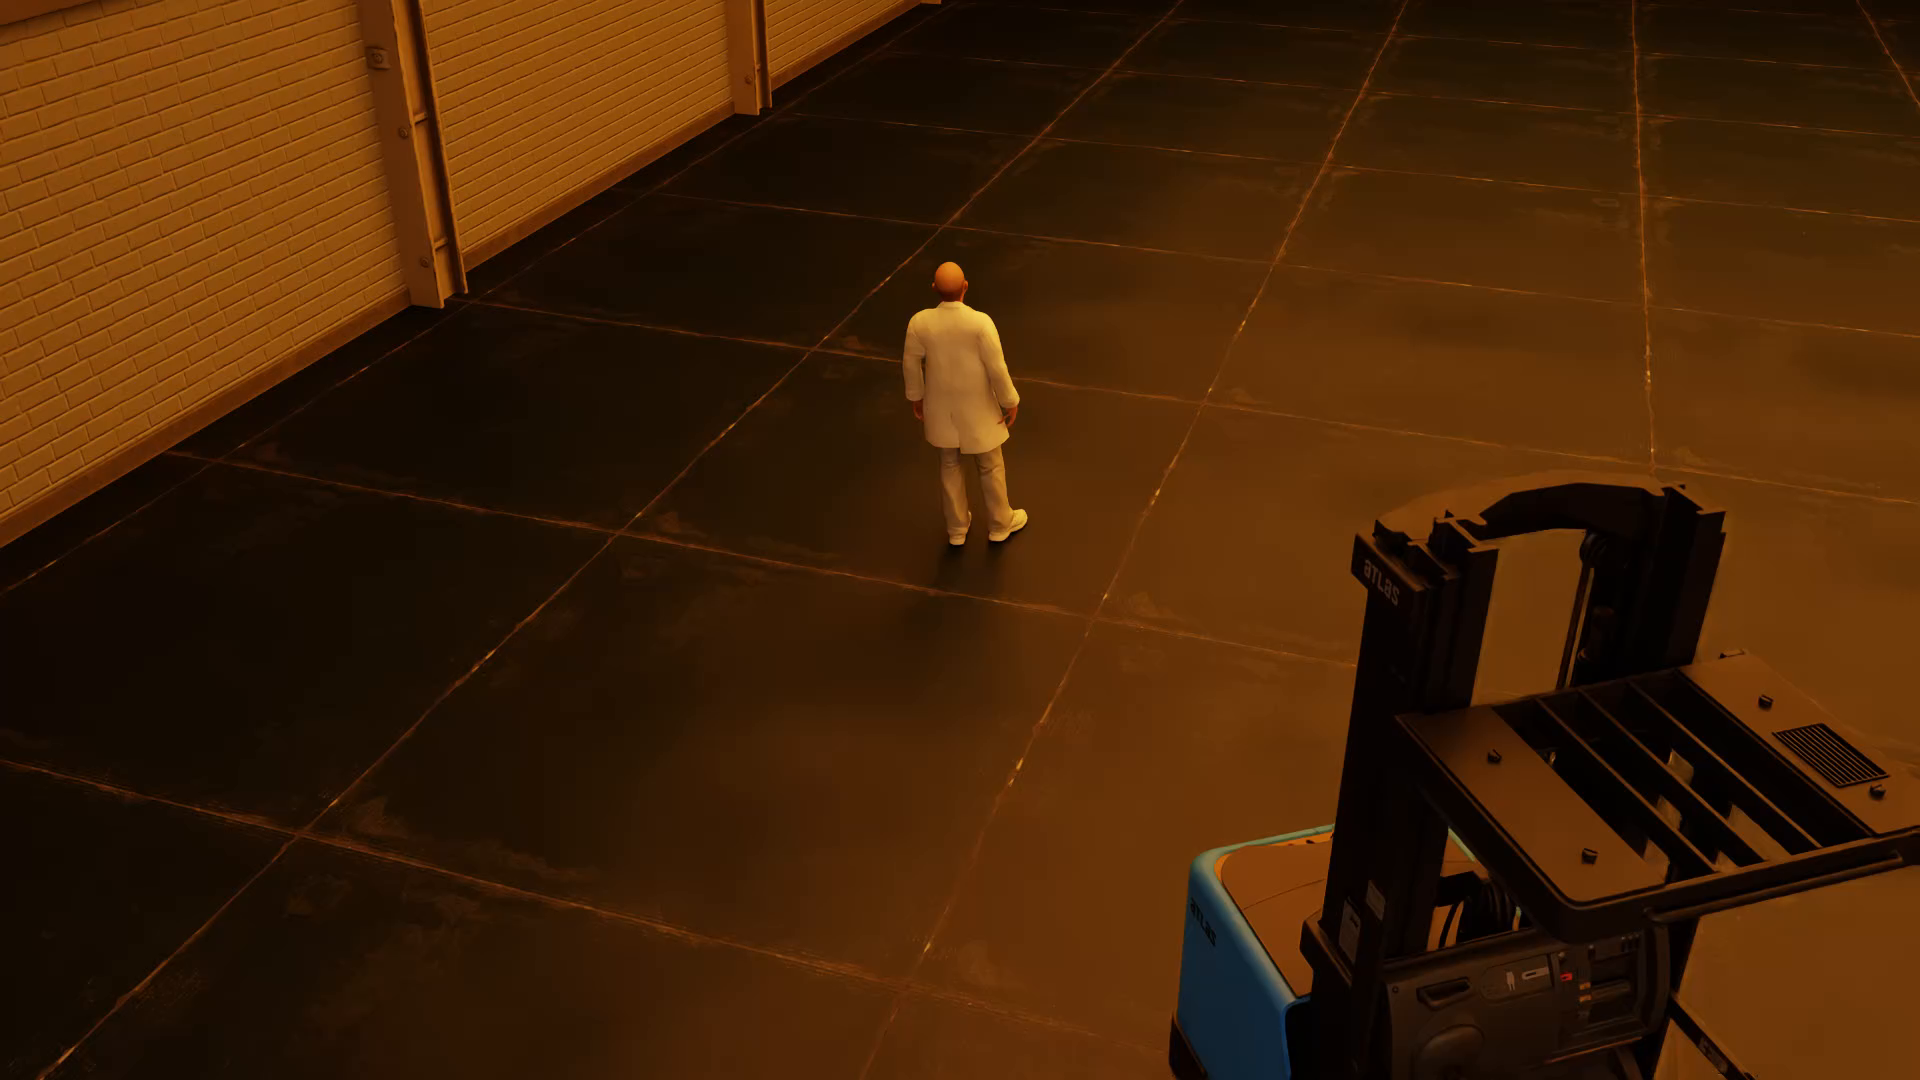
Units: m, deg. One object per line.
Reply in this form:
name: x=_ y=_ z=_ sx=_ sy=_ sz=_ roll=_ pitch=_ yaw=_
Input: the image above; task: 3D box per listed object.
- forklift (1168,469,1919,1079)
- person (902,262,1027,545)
forklift: x=1.722 y=1.409 z=4.664 sx=1.130 sy=2.935 sz=3.031 roll=-9 pitch=31 yaw=-15
person: x=0.034 y=-0.820 z=9.725 sx=0.696 sy=1.775 sz=0.581 roll=10 pitch=31 yaw=16
